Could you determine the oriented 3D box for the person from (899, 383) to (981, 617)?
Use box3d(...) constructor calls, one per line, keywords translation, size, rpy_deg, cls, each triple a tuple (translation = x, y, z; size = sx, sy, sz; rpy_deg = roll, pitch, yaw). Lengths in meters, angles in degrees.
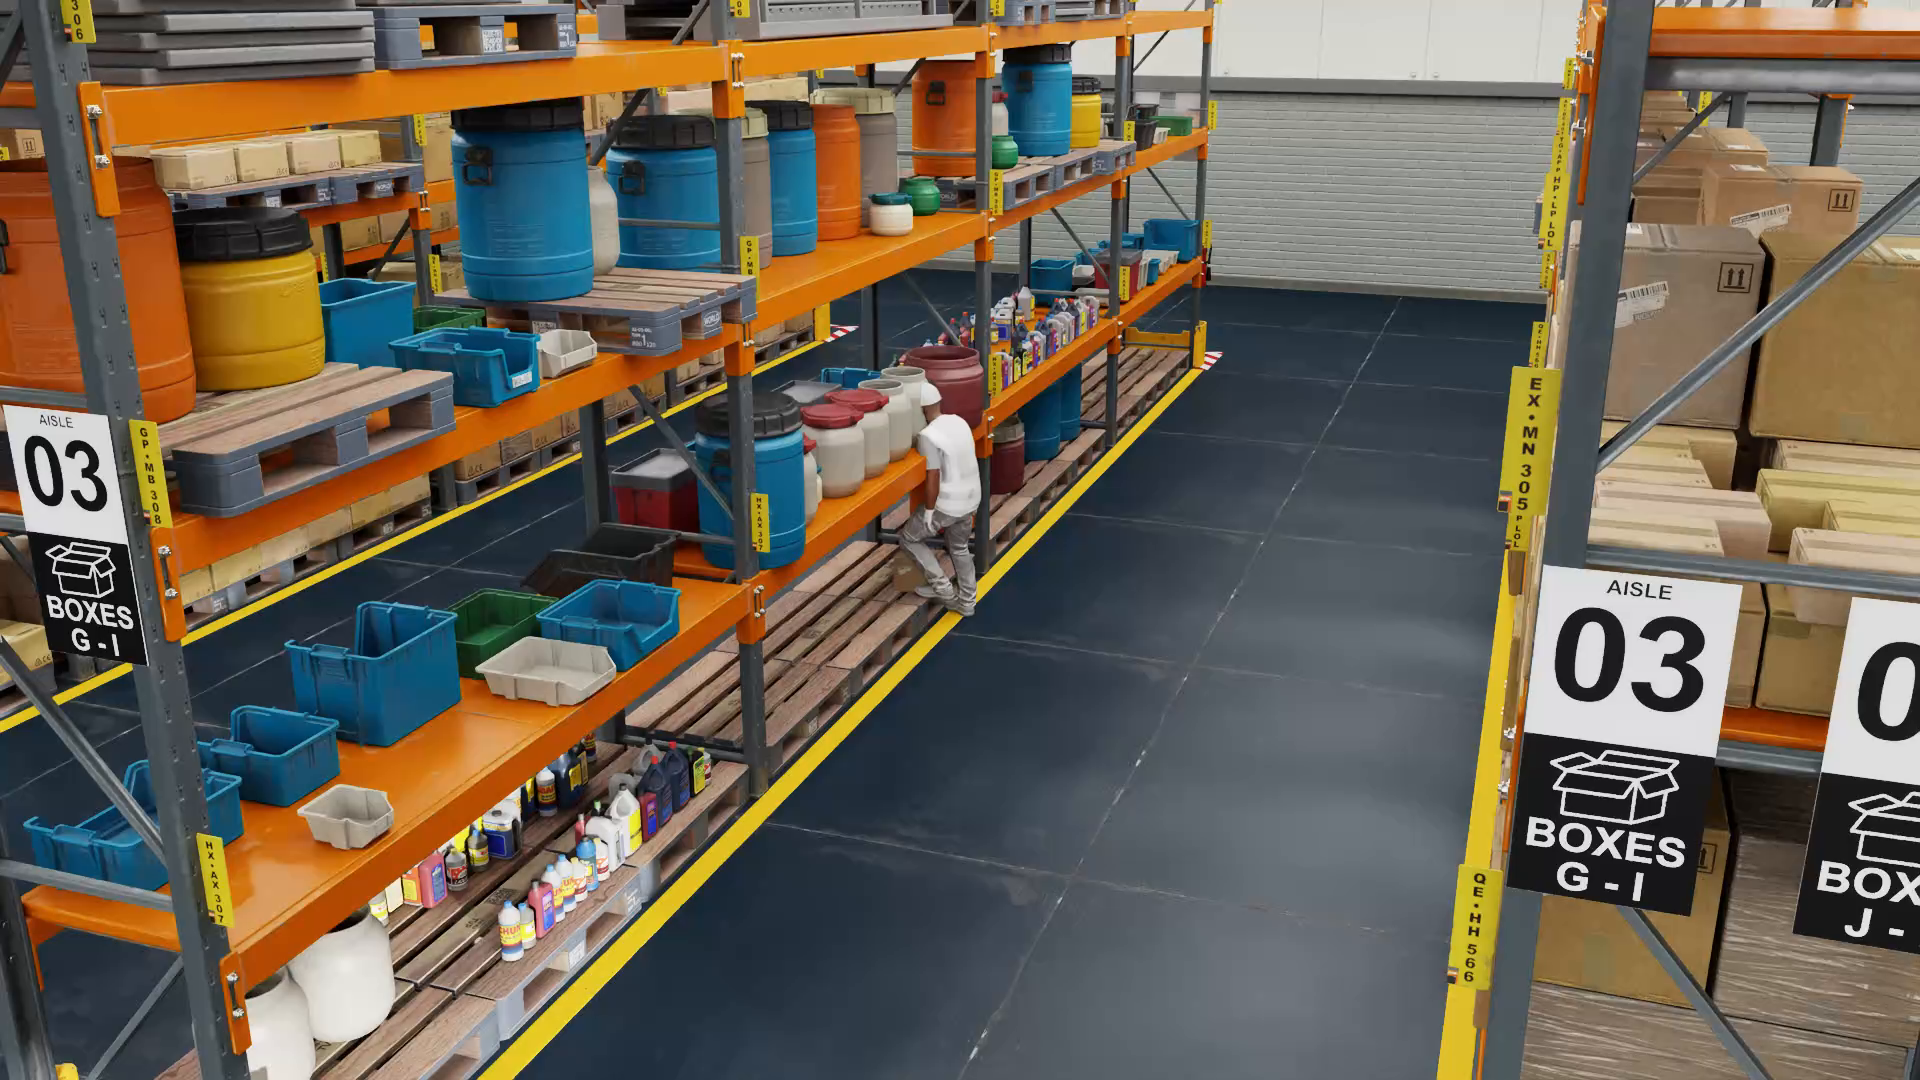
box3d(translation=(-0.134, -0.257, 11.850), size=(0.538, 1.750, 0.619), rpy_deg=(12, 22, 31), cls="person")
